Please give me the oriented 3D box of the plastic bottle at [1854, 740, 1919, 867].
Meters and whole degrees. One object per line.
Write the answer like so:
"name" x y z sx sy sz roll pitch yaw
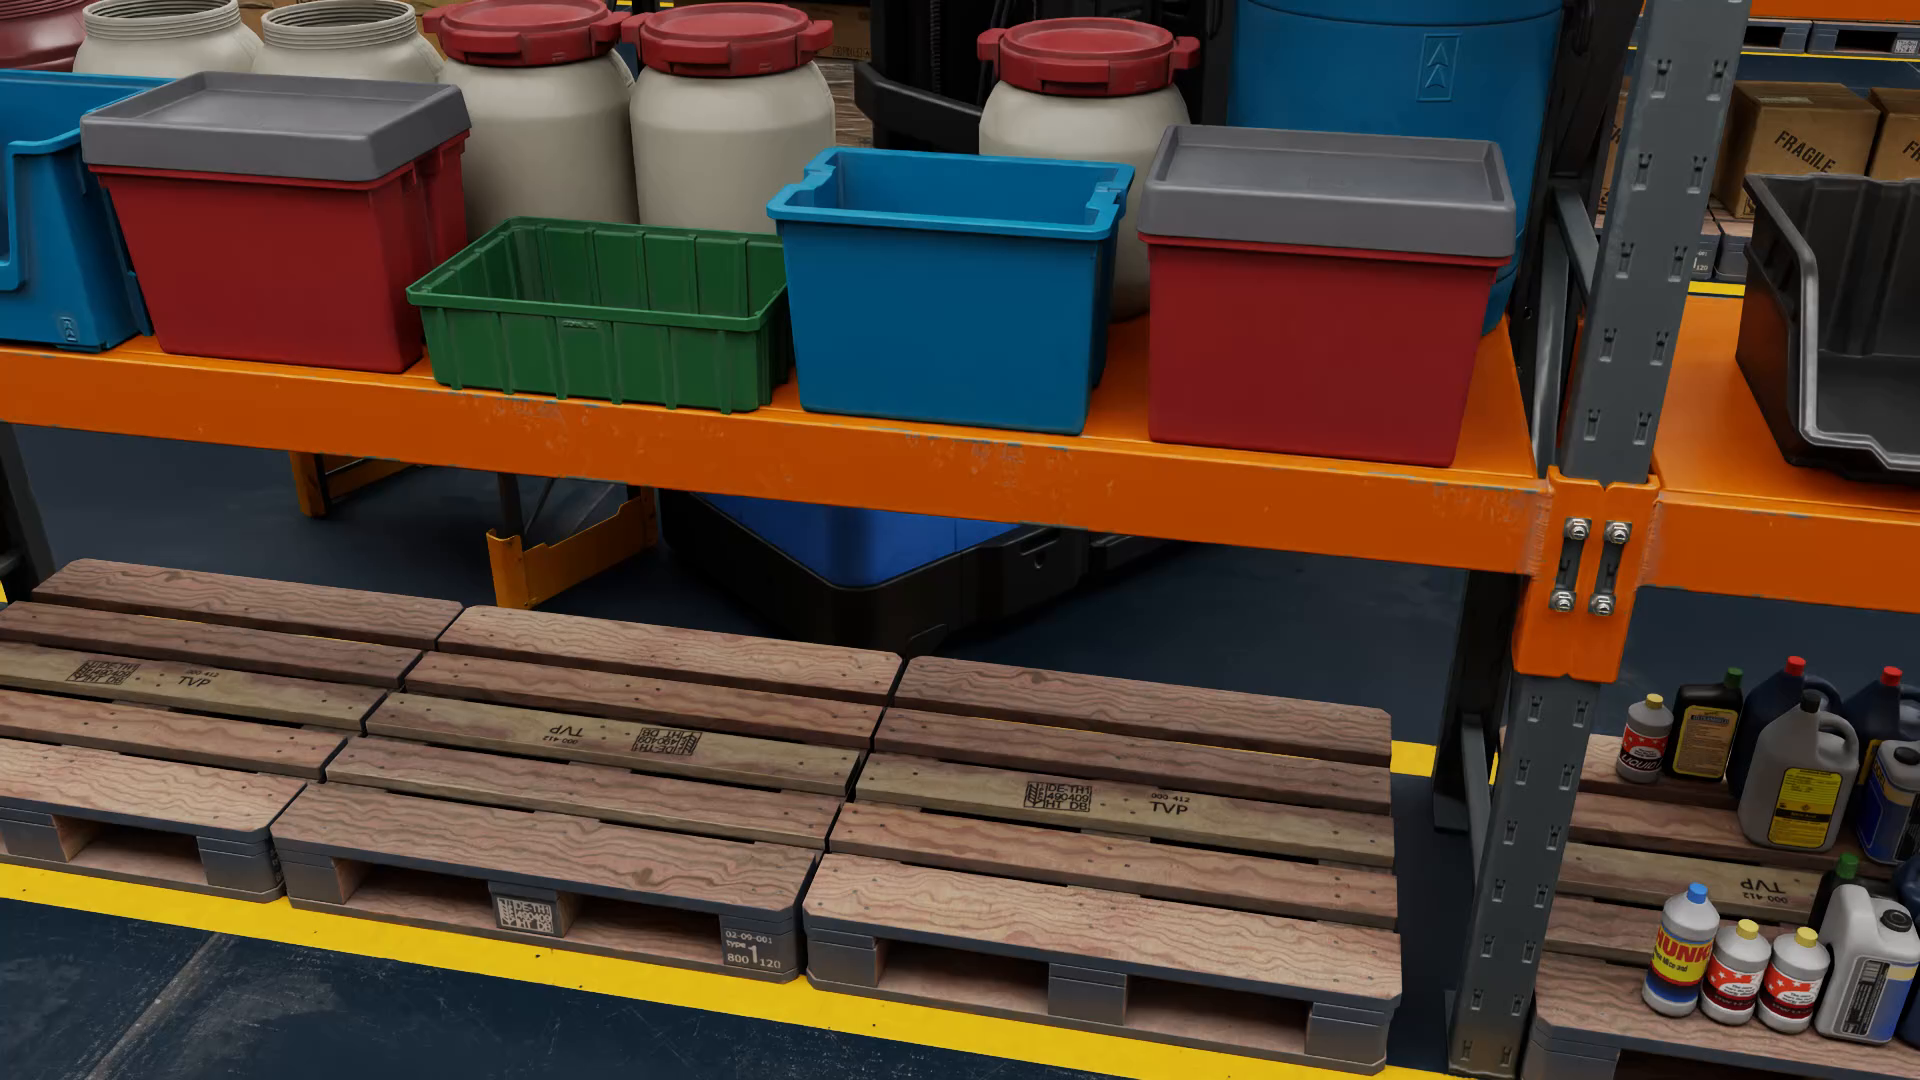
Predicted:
"plastic bottle" 2.009 0.540 3.518 0.135 0.276 0.152 6 29 11

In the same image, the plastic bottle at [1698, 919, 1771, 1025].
"plastic bottle" 1.457 0.800 3.121 0.097 0.201 0.097 0 29 0

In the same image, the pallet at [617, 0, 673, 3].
"pallet" -2.559 -4.508 13.264 1.213 0.211 1.003 6 29 11

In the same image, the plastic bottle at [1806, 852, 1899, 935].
"plastic bottle" 1.701 0.724 3.175 0.133 0.283 0.061 6 29 11

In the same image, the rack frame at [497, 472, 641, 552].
"rack frame" -1.138 -0.551 4.694 0.032 1.500 0.500 20 35 32

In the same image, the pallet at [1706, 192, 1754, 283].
"pallet" 4.033 -1.413 7.611 1.213 0.211 1.003 6 29 11

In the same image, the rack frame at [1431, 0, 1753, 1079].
"rack frame" 1.138 -0.482 3.007 0.127 3.000 1.000 6 29 11

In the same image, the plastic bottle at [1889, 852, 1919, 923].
"plastic bottle" 1.871 0.695 3.158 0.185 0.351 0.144 6 29 11

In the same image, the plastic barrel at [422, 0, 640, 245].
"plastic barrel" -0.893 -0.858 3.552 0.433 0.535 0.433 0 29 0

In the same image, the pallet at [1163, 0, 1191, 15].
"pallet" 1.340 -4.068 12.460 1.213 0.211 1.003 6 29 11

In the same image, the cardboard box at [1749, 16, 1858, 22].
"cardboard box" 5.681 -4.103 11.396 0.875 0.875 0.875 5 29 10

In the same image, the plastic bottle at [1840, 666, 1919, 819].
"plastic bottle" 2.015 0.435 3.632 0.185 0.351 0.144 4 29 8

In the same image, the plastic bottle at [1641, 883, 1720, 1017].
"plastic bottle" 1.358 0.759 3.122 0.097 0.271 0.097 0 29 0

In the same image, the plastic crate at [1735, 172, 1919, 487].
"plastic crate" 1.623 -0.343 2.817 0.504 0.338 0.767 6 29 11

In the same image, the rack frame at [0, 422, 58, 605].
"rack frame" -2.774 -0.883 3.740 0.127 3.000 1.000 6 29 11

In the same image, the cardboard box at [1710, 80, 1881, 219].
"cardboard box" 3.740 -1.758 7.503 0.500 0.500 0.500 3 29 6

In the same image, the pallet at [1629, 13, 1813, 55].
"pallet" 5.231 -3.670 11.734 1.213 0.211 1.003 6 29 11

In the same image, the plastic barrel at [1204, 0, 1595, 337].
"plastic barrel" 0.823 -0.883 3.218 0.708 0.901 0.600 6 29 11

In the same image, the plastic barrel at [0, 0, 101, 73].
"plastic barrel" -2.257 -1.039 3.882 0.708 0.536 0.600 6 29 11

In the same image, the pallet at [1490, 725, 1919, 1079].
"pallet" 1.786 0.828 3.518 1.213 0.211 1.003 6 29 11

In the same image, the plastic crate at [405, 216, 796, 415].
"plastic crate" -0.624 -0.431 3.135 0.662 0.188 0.450 6 29 11

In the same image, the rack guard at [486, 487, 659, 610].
"rack guard" -1.154 -0.008 5.005 0.087 0.250 0.587 20 35 32

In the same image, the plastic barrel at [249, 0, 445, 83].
"plastic barrel" -1.311 -0.887 3.631 0.421 0.512 0.421 0 29 0

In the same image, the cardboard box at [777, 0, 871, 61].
"cardboard box" -0.557 -2.533 8.118 0.500 0.250 0.500 9 30 16

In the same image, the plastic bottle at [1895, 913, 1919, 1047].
"plastic bottle" 1.841 0.763 3.034 0.185 0.351 0.144 7 29 12

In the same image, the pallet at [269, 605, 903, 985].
"pallet" -0.835 0.559 4.009 1.213 0.211 1.003 6 29 11

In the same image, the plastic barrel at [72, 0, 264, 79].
"plastic barrel" -1.723 -0.930 3.708 0.421 0.512 0.421 0 29 0

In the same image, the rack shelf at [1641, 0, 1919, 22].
"rack shelf" 4.128 -2.292 7.062 4.000 0.370 1.077 6 29 11

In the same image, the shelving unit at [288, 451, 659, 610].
"shelving unit" -1.547 -0.703 4.972 1.083 1.500 0.587 20 35 32

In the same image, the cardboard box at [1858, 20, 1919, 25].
"cardboard box" 6.542 -4.016 11.236 0.875 0.875 0.875 6 29 11

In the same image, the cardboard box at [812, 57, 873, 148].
"cardboard box" -0.535 -2.199 8.287 0.500 0.500 0.700 3 29 6

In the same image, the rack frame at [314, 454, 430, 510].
"rack frame" -1.942 -0.850 5.240 0.032 1.500 0.500 20 35 32

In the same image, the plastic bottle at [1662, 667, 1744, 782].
"plastic bottle" 1.677 0.410 3.749 0.133 0.283 0.061 7 30 13

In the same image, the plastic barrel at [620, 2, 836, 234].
"plastic barrel" -0.470 -0.814 3.472 0.433 0.535 0.433 0 29 0

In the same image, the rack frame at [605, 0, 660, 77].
"rack frame" -1.740 -3.209 7.989 0.127 3.000 1.000 6 29 11

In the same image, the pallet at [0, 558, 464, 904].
"pallet" -2.025 0.436 4.234 1.213 0.211 1.003 6 29 11

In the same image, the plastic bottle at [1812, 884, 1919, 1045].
"plastic bottle" 1.680 0.777 3.086 0.135 0.276 0.152 7 29 12

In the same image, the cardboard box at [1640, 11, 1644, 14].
"cardboard box" 4.789 -4.195 11.565 0.875 0.875 0.875 6 29 11

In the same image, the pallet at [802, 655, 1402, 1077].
"pallet" 0.362 0.680 3.787 1.213 0.211 1.003 6 29 11

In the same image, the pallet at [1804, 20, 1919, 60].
"pallet" 6.420 -3.547 11.509 1.213 0.211 1.003 6 29 11

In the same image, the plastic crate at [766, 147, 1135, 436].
"plastic crate" -0.006 -0.440 2.946 0.575 0.384 0.392 6 29 11

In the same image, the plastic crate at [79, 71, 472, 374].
"plastic crate" -1.258 -0.606 3.166 0.583 0.464 0.402 6 29 11

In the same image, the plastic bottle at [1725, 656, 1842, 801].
"plastic bottle" 1.828 0.416 3.667 0.185 0.351 0.144 5 29 9

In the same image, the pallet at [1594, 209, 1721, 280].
"pallet" 2.836 -1.534 7.833 1.213 0.211 1.003 6 29 11

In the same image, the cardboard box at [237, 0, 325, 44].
"cardboard box" -3.280 -2.634 8.712 0.875 0.875 1.225 6 29 11

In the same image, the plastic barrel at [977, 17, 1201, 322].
"plastic barrel" 0.248 -0.741 3.338 0.433 0.535 0.433 0 29 0

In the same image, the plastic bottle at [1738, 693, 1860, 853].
"plastic bottle" 1.798 0.484 3.543 0.185 0.351 0.144 6 29 11

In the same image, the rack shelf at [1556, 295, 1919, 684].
"rack shelf" 3.094 0.034 2.814 4.000 0.370 1.077 6 29 11

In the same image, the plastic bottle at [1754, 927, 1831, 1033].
"plastic bottle" 1.557 0.810 3.102 0.097 0.201 0.097 0 29 0

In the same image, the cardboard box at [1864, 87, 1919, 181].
"cardboard box" 4.277 -1.681 7.362 0.500 0.500 0.500 9 30 15

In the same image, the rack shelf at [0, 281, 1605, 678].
"rack shelf" -0.818 -0.367 3.546 4.000 0.370 1.077 6 29 11

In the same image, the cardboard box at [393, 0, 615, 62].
"cardboard box" -2.410 -2.541 8.542 0.875 0.875 1.225 5 29 8

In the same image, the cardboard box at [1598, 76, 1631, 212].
"cardboard box" 3.117 -1.783 7.549 0.500 0.500 0.500 16 32 26

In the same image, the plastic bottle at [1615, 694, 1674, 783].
"plastic bottle" 1.558 0.442 3.774 0.097 0.201 0.097 0 29 0

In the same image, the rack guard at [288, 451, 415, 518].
"rack guard" -1.941 -0.301 5.539 0.087 0.250 0.587 20 35 32

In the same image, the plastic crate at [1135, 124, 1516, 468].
"plastic crate" 0.600 -0.415 2.818 0.583 0.464 0.402 6 29 11

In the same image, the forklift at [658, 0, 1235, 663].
"forklift" 0.541 -1.518 4.971 3.031 2.935 1.130 -22 35 -34

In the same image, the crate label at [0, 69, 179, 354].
"crate label" -1.859 -0.672 3.317 0.616 0.435 0.502 6 29 11

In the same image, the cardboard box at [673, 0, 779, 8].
"cardboard box" -1.078 -2.582 8.206 0.500 0.250 0.500 7 29 13
